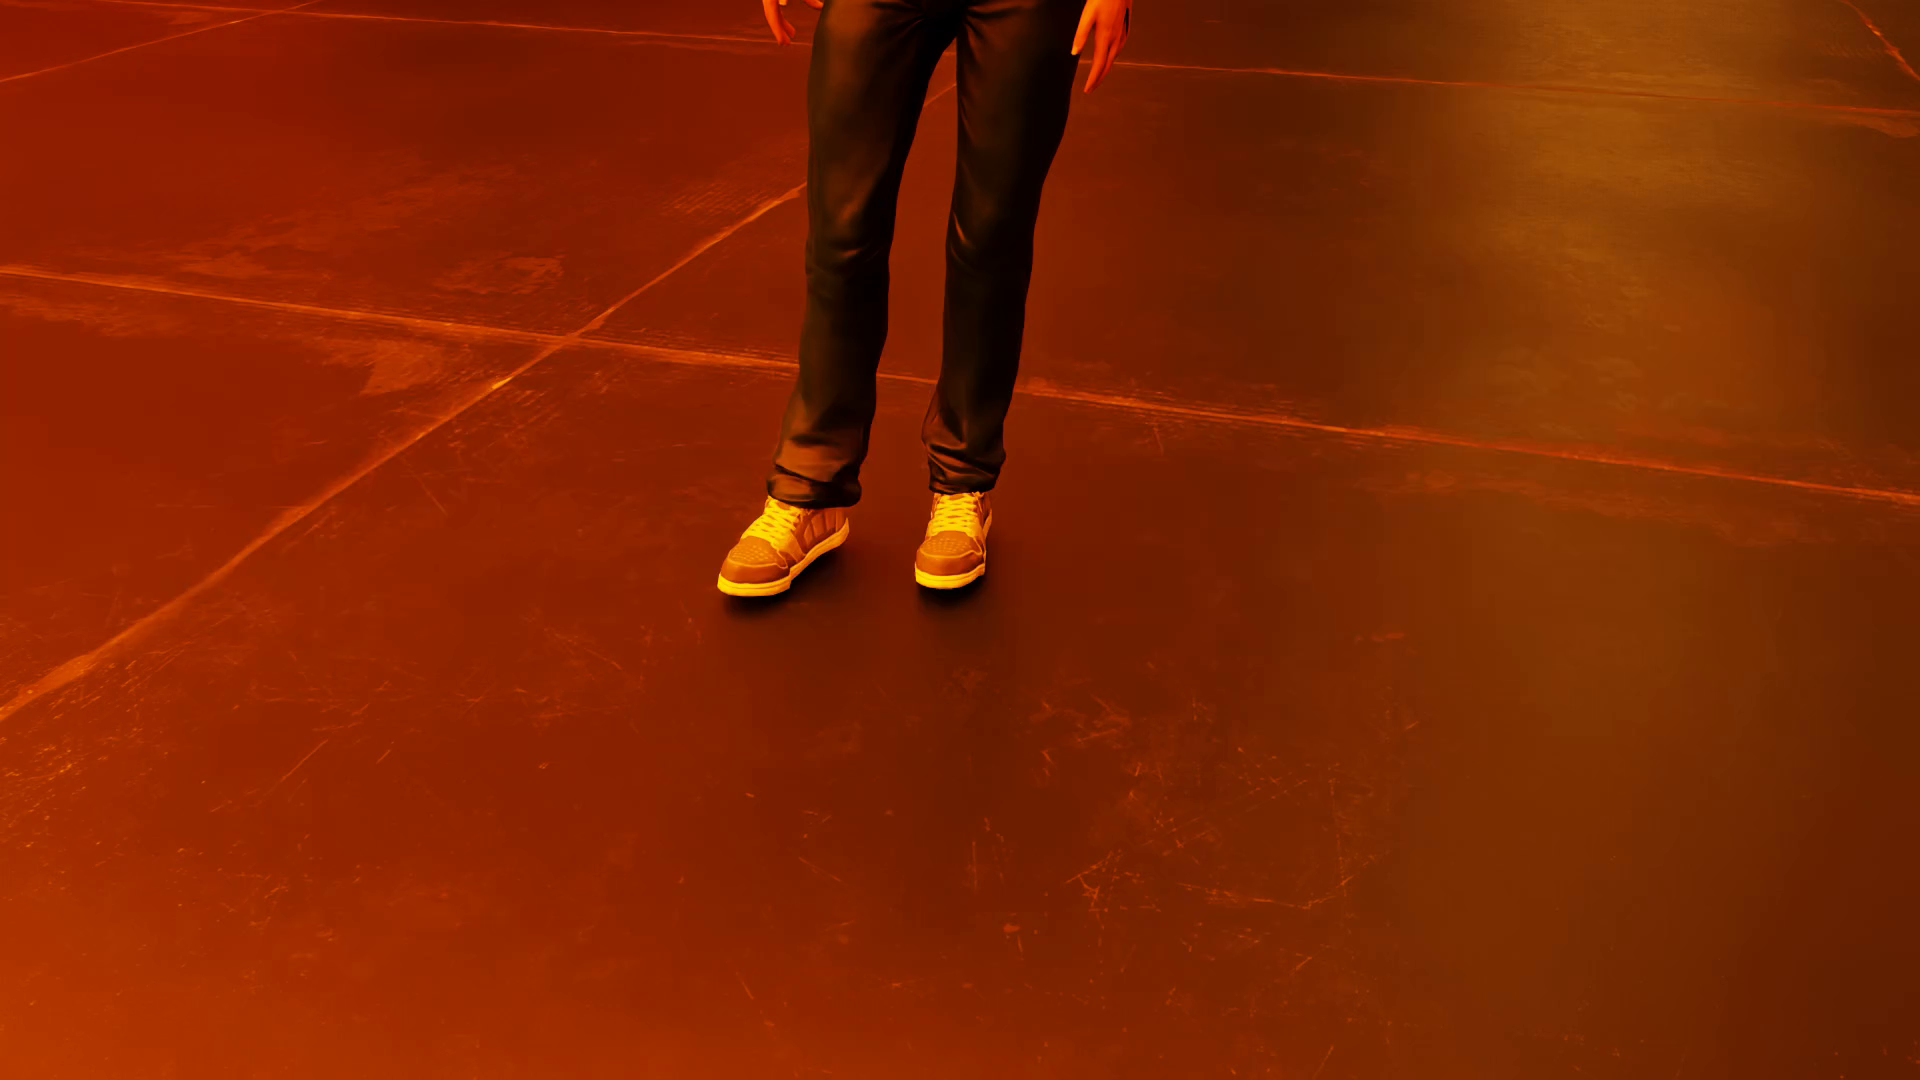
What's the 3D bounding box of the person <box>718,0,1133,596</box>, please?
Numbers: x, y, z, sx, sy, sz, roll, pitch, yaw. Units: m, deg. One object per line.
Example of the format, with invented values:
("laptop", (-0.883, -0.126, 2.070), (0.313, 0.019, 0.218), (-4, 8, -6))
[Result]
("person", (-0.036, -0.688, 2.075), (0.520, 1.597, 0.476), (8, 28, 16))
